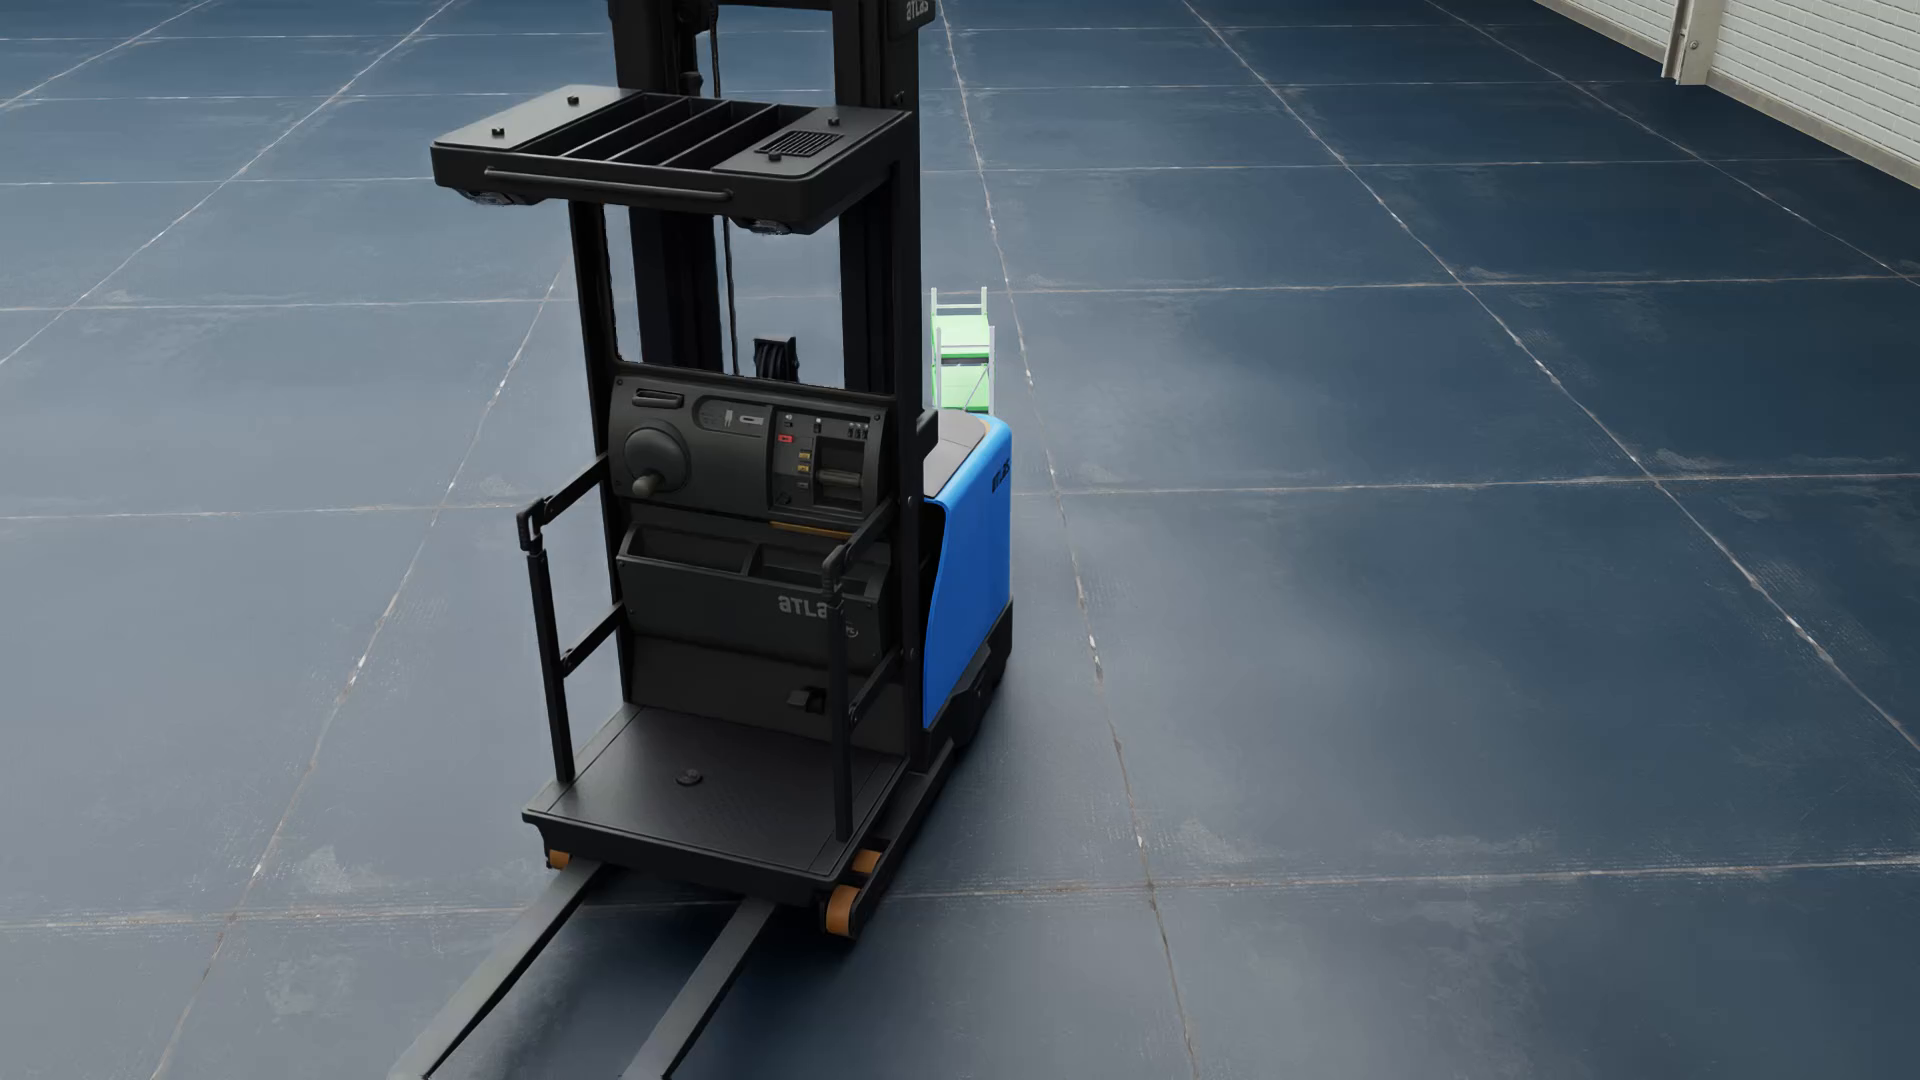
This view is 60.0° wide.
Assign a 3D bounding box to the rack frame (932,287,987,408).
[{"bbox_3d":[-0.004,-0.568,7.542,0.240,1.200,0.015,-1,28,-3],"label":"rack frame"}]

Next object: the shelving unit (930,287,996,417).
[{"bbox_3d":[0.009,-0.456,7.326,0.258,1.200,0.503,-1,28,-3],"label":"shelving unit"}]

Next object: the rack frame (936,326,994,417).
[{"bbox_3d":[0.021,-0.343,7.110,0.240,1.200,0.015,-1,28,-3],"label":"rack frame"}]

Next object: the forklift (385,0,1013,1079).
[{"bbox_3d":[-0.744,-0.242,5.044,1.130,2.935,3.031,9,29,17],"label":"forklift"}]

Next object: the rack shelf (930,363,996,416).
[{"bbox_3d":[0.009,-0.612,7.245,0.258,0.148,0.480,-1,28,-3],"label":"rack shelf"}]

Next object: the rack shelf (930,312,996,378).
[{"bbox_3d":[0.009,-0.824,7.134,0.258,0.148,0.480,-1,28,-3],"label":"rack shelf"}]

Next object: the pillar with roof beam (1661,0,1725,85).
[{"bbox_3d":[2.885,-8.444,14.210,9.100,9.000,0.400,-1,28,-3],"label":"pillar with roof beam"}]
